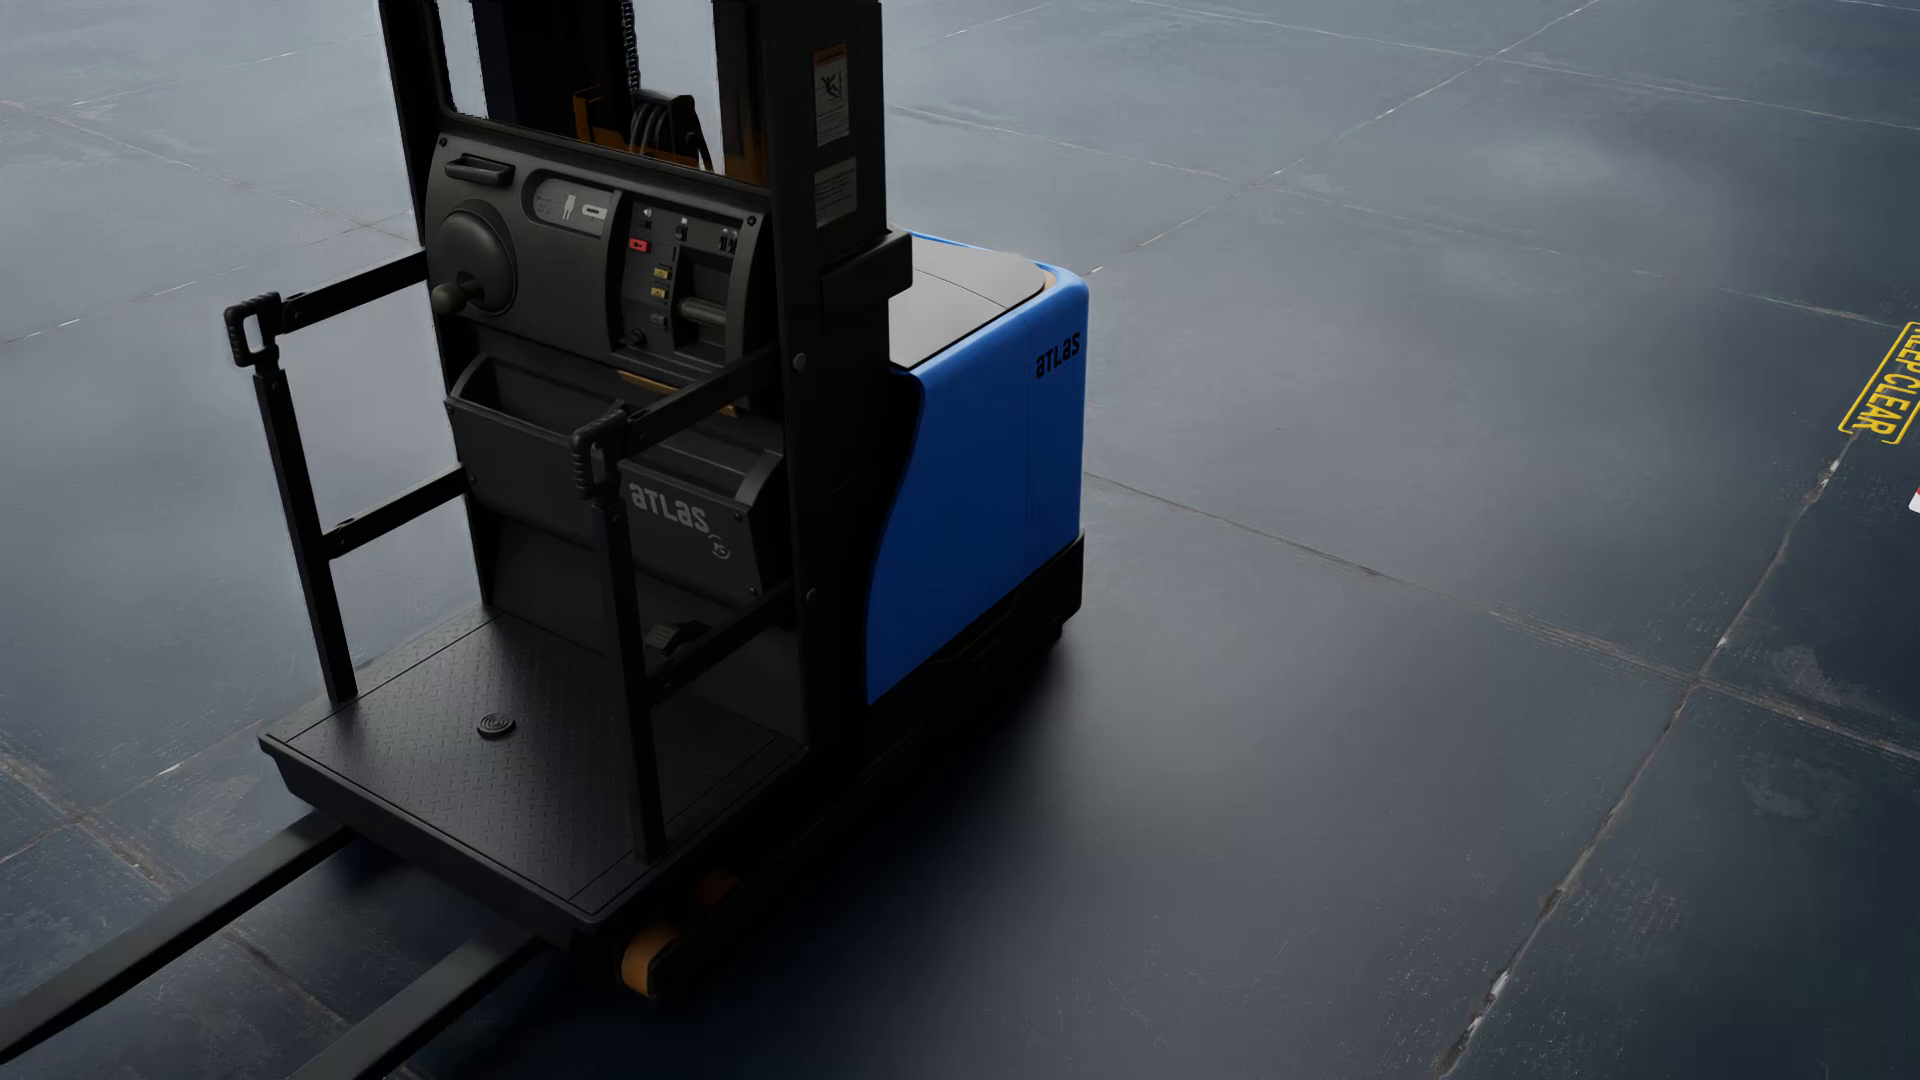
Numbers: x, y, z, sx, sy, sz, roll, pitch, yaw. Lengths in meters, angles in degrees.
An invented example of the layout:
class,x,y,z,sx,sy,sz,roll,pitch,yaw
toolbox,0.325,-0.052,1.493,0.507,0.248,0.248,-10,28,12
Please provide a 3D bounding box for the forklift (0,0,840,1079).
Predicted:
class,x,y,z,sx,sy,sz,roll,pitch,yaw
forklift,-0.905,-0.554,3.310,1.110,2.935,3.031,19,36,29
